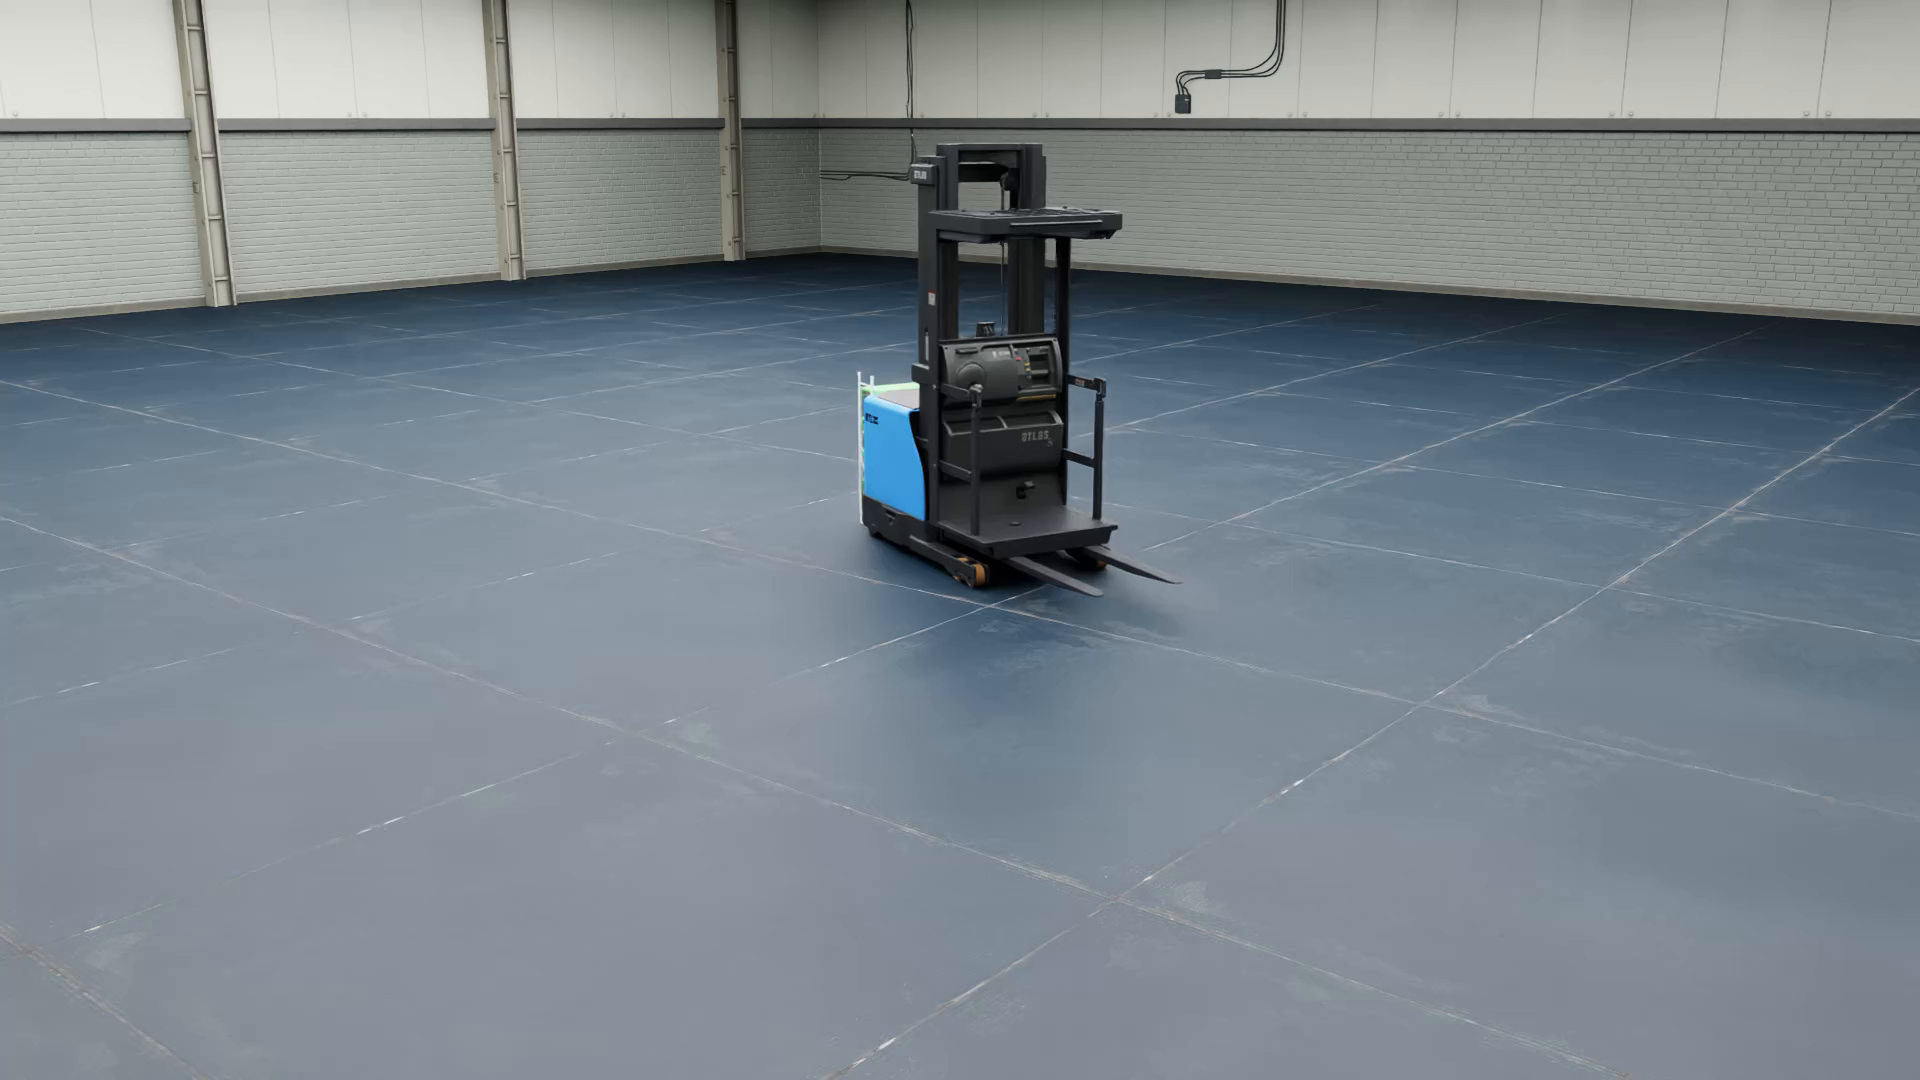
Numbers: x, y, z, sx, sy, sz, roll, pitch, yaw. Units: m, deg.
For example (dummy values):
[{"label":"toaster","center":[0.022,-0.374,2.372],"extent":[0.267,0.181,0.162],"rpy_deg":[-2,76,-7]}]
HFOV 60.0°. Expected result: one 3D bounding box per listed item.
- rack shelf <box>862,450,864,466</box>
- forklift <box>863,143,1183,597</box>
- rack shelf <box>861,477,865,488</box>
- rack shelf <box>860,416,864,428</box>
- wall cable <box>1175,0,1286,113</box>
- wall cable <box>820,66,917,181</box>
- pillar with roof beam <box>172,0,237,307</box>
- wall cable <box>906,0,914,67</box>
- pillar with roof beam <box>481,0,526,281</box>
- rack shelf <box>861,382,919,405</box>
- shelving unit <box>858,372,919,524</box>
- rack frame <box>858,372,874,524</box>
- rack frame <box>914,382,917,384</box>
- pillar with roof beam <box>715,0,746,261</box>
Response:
[{"label":"rack shelf","center":[-0.512,-0.662,13.051],"extent":[0.480,0.148,0.258],"rpy_deg":[-8,16,-28]},{"label":"forklift","center":[0.407,-1.221,11.478],"extent":[1.130,2.935,3.031],"rpy_deg":[-8,16,-28]},{"label":"rack shelf","center":[-0.512,-0.429,13.110],"extent":[0.480,0.148,0.258],"rpy_deg":[-8,16,-28]},{"label":"rack shelf","center":[-0.512,-0.895,12.992],"extent":[0.480,0.148,0.258],"rpy_deg":[-8,16,-28]},{"label":"wall cable","center":[5.176,-11.207,31.556],"extent":[2.305,6.003,0.169],"rpy_deg":[11,18,38]},{"label":"wall cable","center":[-2.198,-9.526,38.152],"extent":[3.097,2.526,0.112],"rpy_deg":[11,18,38]},{"label":"pillar with roof beam","center":[-9.272,-7.707,24.685],"extent":[9.100,9.000,0.400],"rpy_deg":[11,18,38]},{"label":"wall cable","center":[-0.094,-11.555,35.882],"extent":[3.097,2.526,0.112],"rpy_deg":[11,18,38]},{"label":"pillar with roof beam","center":[-5.501,-8.856,29.208],"extent":[9.100,9.000,0.400],"rpy_deg":[11,18,38]},{"label":"rack shelf","center":[-0.512,-1.127,12.933],"extent":[0.480,0.148,0.258],"rpy_deg":[-8,16,-28]},{"label":"shelving unit","center":[-0.512,-0.724,13.035],"extent":[0.503,1.200,0.258],"rpy_deg":[-8,16,-28]},{"label":"rack frame","center":[-0.725,-0.694,12.919],"extent":[0.015,1.200,0.240],"rpy_deg":[-8,16,-28]},{"label":"rack frame","center":[-0.300,-0.753,13.152],"extent":[0.015,1.200,0.240],"rpy_deg":[-8,16,-28]},{"label":"pillar with roof beam","center":[-1.730,-10.005,33.732],"extent":[9.100,9.000,0.400],"rpy_deg":[11,18,38]}]
